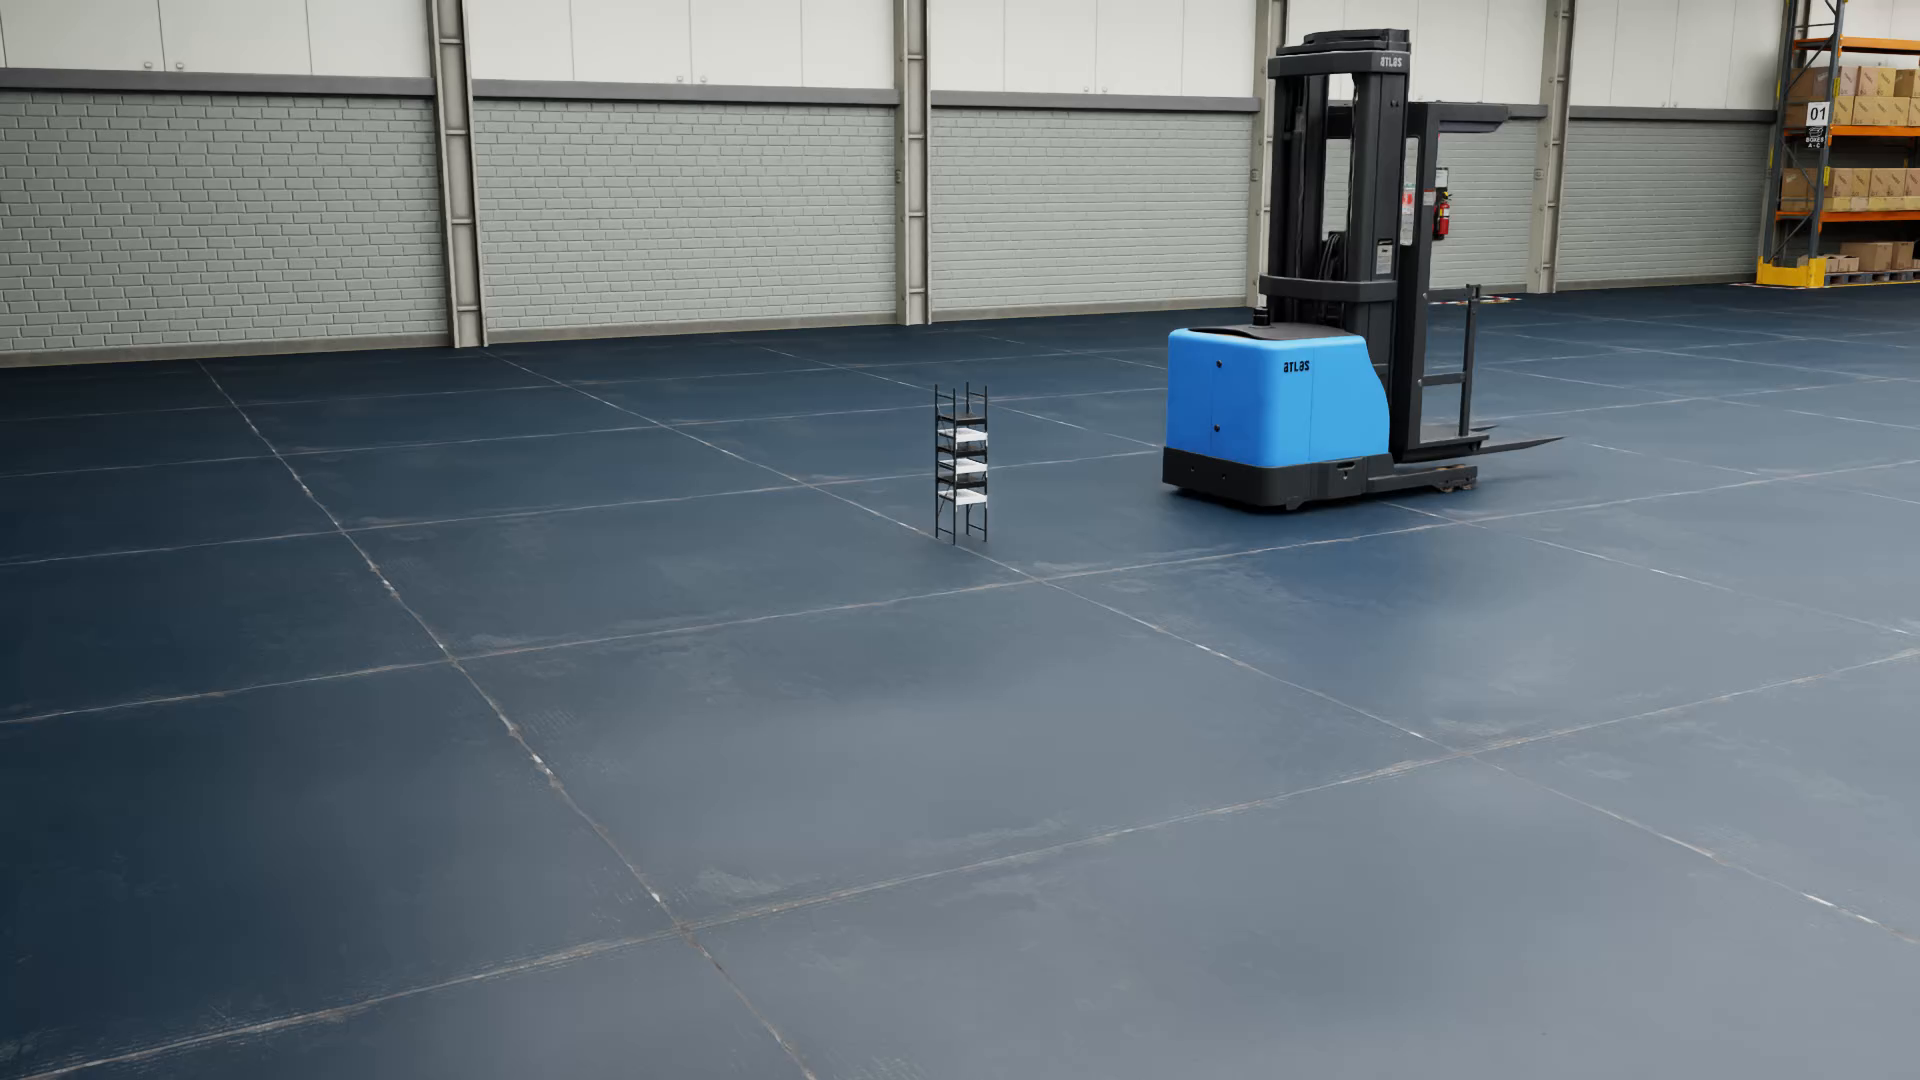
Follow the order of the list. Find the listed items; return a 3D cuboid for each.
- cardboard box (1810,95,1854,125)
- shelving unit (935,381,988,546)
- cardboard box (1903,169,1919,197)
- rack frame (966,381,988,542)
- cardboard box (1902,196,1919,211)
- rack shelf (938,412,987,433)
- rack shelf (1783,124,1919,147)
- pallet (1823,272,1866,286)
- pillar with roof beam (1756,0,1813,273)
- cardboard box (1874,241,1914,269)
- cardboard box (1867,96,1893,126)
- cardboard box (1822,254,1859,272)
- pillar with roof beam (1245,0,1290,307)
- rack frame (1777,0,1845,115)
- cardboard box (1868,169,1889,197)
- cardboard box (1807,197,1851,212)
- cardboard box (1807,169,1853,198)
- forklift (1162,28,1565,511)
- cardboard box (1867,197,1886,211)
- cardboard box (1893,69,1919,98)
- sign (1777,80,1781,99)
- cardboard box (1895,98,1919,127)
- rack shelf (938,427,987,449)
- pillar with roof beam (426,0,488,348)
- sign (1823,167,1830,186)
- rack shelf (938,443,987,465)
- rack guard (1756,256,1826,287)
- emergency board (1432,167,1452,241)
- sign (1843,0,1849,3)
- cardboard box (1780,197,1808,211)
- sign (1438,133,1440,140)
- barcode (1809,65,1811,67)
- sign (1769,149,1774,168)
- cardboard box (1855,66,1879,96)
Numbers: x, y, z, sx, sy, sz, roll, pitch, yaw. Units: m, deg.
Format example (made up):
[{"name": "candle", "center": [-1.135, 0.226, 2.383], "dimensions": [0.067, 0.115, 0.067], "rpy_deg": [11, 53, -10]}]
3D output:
[{"name": "cardboard box", "center": [15.380, -7.587, 29.386], "dimensions": [0.500, 0.500, 0.500], "rpy_deg": [-6, 14, -26]}, {"name": "shelving unit", "center": [0.007, -0.440, 9.514], "dimensions": [0.210, 0.900, 0.258], "rpy_deg": [-7, 14, -28]}, {"name": "cardboard box", "center": [17.328, -6.588, 30.638], "dimensions": [0.500, 0.500, 0.500], "rpy_deg": [-7, 15, -29]}, {"name": "rack frame", "center": [0.096, -0.451, 9.562], "dimensions": [0.006, 0.900, 0.240], "rpy_deg": [-7, 14, -28]}, {"name": "cardboard box", "center": [17.332, -6.221, 30.716], "dimensions": [0.500, 0.250, 0.500], "rpy_deg": [-7, 14, -28]}, {"name": "rack shelf", "center": [0.007, -0.671, 9.462], "dimensions": [0.200, 0.077, 0.258], "rpy_deg": [-7, 14, -28]}, {"name": "rack shelf", "center": [16.722, -7.401, 30.471], "dimensions": [4.000, 0.370, 1.077], "rpy_deg": [-7, 14, -28]}, {"name": "pallet", "center": [15.763, -4.805, 30.478], "dimensions": [1.213, 0.211, 1.003], "rpy_deg": [-7, 14, -28]}, {"name": "pillar with roof beam", "center": [17.229, -8.416, 26.509], "dimensions": [0.400, 9.000, 9.100], "rpy_deg": [-7, 14, -28]}, {"name": "cardboard box", "center": [17.586, -5.378, 31.363], "dimensions": [0.500, 0.500, 0.500], "rpy_deg": [-8, 15, -32]}, {"name": "cardboard box", "center": [16.322, -7.692, 29.853], "dimensions": [0.500, 0.500, 0.500], "rpy_deg": [-6, 14, -25]}, {"name": "cardboard box", "center": [16.117, -5.097, 30.546], "dimensions": [0.500, 0.311, 0.500], "rpy_deg": [-6, 14, -23]}, {"name": "pillar with roof beam", "center": [6.696, -7.154, 20.900], "dimensions": [0.400, 9.000, 9.100], "rpy_deg": [-7, 14, -28]}, {"name": "rack frame", "center": [14.967, -9.005, 29.128], "dimensions": [0.127, 3.000, 1.000], "rpy_deg": [-7, 14, -28]}, {"name": "cardboard box", "center": [16.425, -6.476, 30.143], "dimensions": [0.500, 0.500, 0.500], "rpy_deg": [-7, 15, -30]}, {"name": "cardboard box", "center": [15.547, -6.005, 29.757], "dimensions": [0.500, 0.250, 0.500], "rpy_deg": [-7, 15, -29]}, {"name": "cardboard box", "center": [15.530, -6.373, 29.684], "dimensions": [0.500, 0.500, 0.500], "rpy_deg": [-7, 14, -28]}, {"name": "forklift", "center": [2.859, -1.833, 11.077], "dimensions": [3.031, 2.935, 1.130], "rpy_deg": [-8, 15, -31]}, {"name": "cardboard box", "center": [16.446, -6.115, 30.245], "dimensions": [0.500, 0.250, 0.500], "rpy_deg": [-7, 15, -29]}, {"name": "cardboard box", "center": [17.238, -8.287, 30.220], "dimensions": [0.500, 0.500, 0.500], "rpy_deg": [-7, 15, -30]}, {"name": "sign", "center": [14.718, -8.083, 29.845], "dimensions": [0.005, 0.325, 0.100], "rpy_deg": [-7, 14, -28]}, {"name": "cardboard box", "center": [17.234, -7.804, 30.349], "dimensions": [0.500, 0.500, 0.500], "rpy_deg": [-7, 15, -30]}, {"name": "rack shelf", "center": [0.007, -0.583, 9.482], "dimensions": [0.200, 0.077, 0.258], "rpy_deg": [-7, 14, -28]}, {"name": "pillar with roof beam", "center": [-3.836, -5.891, 15.291], "dimensions": [0.400, 9.000, 9.100], "rpy_deg": [-7, 14, -28]}, {"name": "sign", "center": [15.227, -6.396, 29.227], "dimensions": [0.005, 0.325, 0.100], "rpy_deg": [-7, 14, -28]}, {"name": "rack shelf", "center": [0.007, -0.495, 9.502], "dimensions": [0.200, 0.077, 0.258], "rpy_deg": [-7, 14, -28]}, {"name": "rack guard", "center": [15.033, -4.867, 30.097], "dimensions": [0.348, 0.500, 1.175], "rpy_deg": [-7, 14, -28]}, {"name": "emergency board", "center": [7.713, -5.435, 26.927], "dimensions": [0.643, 1.169, 0.194], "rpy_deg": [-7, 14, -28]}, {"name": "sign", "center": [15.226, -9.395, 28.552], "dimensions": [0.005, 0.325, 0.100], "rpy_deg": [-7, 14, -28]}, {"name": "cardboard box", "center": [15.284, -6.102, 30.185], "dimensions": [0.500, 0.250, 0.500], "rpy_deg": [-7, 14, -27]}, {"name": "sign", "center": [7.658, -6.584, 26.754], "dimensions": [0.199, 0.298, 0.001], "rpy_deg": [-7, 14, -28]}, {"name": "barcode", "center": [15.350, -8.542, 30.031], "dimensions": [0.075, 0.075, 0.001], "rpy_deg": [-7, 14, -28]}, {"name": "sign", "center": [14.718, -6.907, 30.109], "dimensions": [0.005, 0.325, 0.100], "rpy_deg": [-7, 14, -28]}, {"name": "cardboard box", "center": [15.886, -8.125, 29.498], "dimensions": [0.500, 0.500, 0.500], "rpy_deg": [-7, 14, -29]}]
